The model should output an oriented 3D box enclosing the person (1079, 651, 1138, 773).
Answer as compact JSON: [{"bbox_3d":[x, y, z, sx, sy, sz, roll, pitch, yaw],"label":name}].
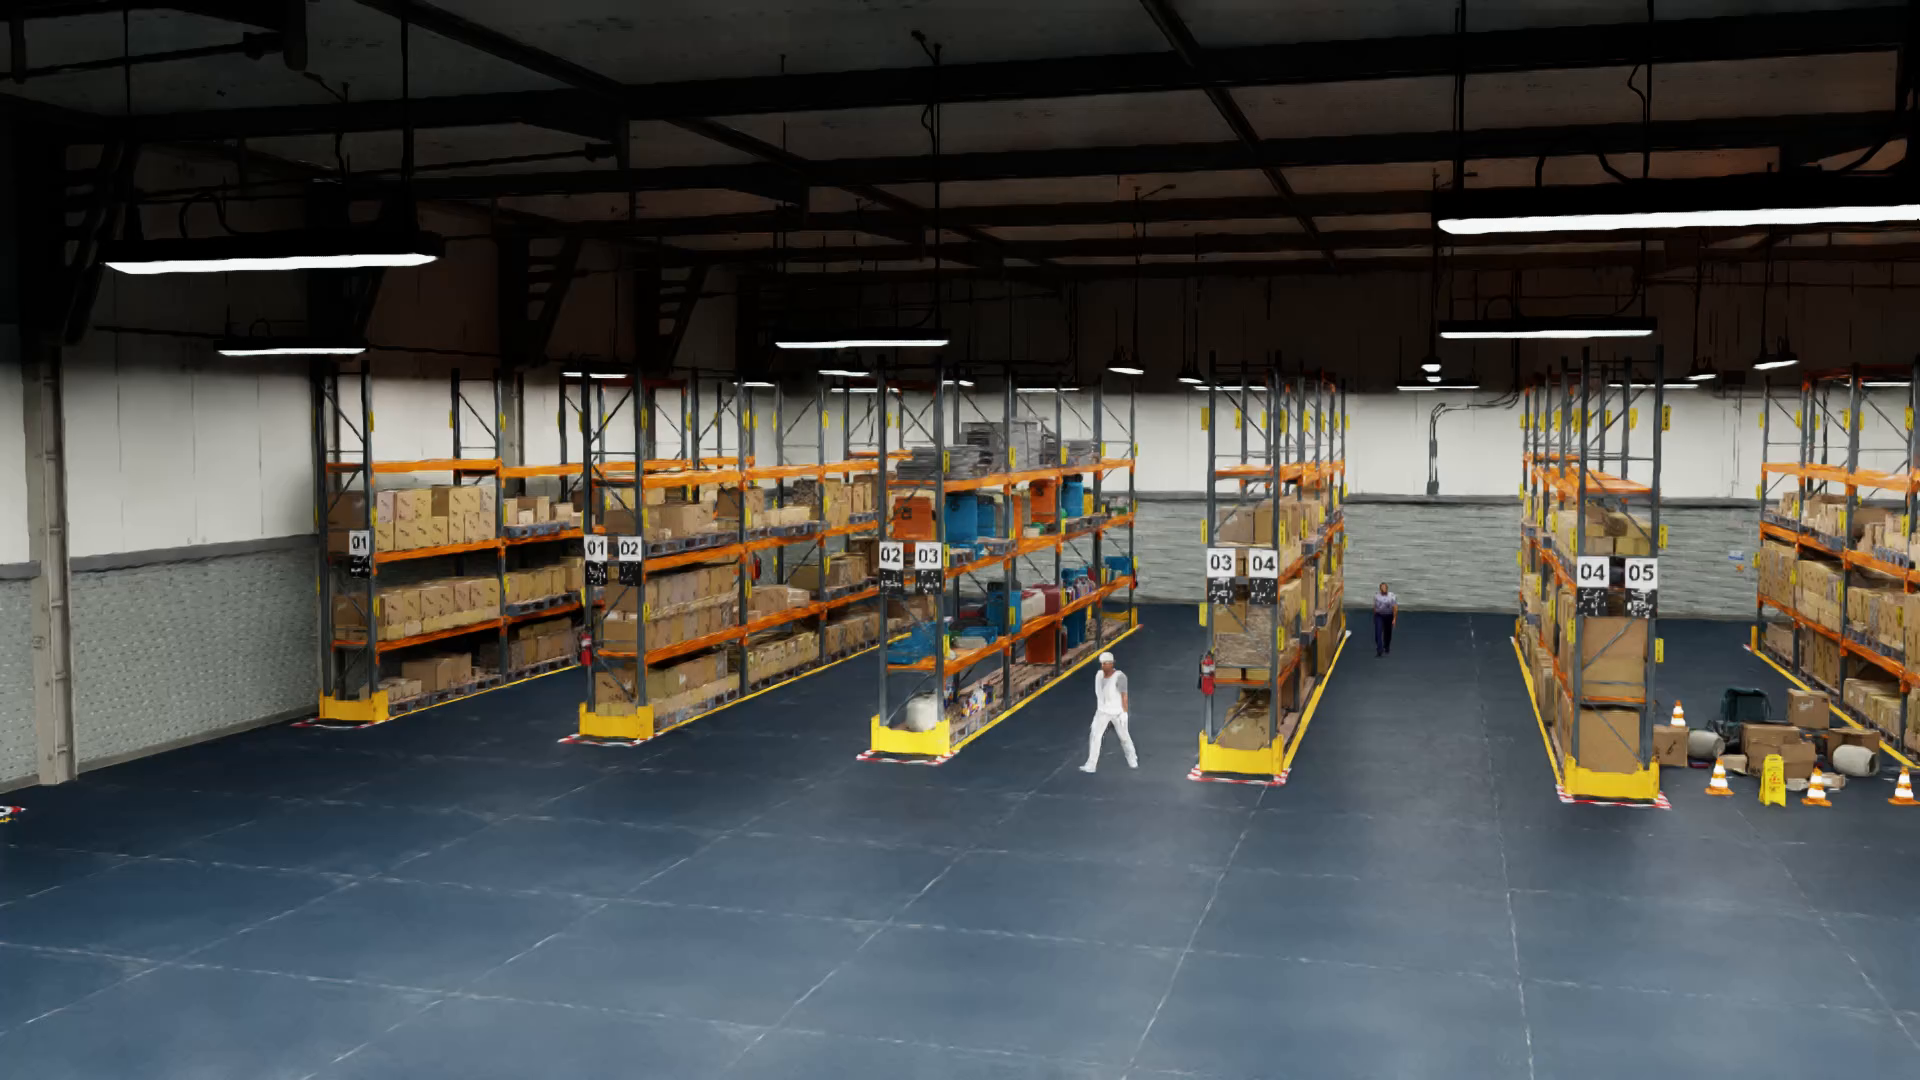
[{"bbox_3d":[2.147,2.449,23.764,0.606,1.741,0.981,3,5,38],"label":"person"}]

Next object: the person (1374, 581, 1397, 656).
[{"bbox_3d":[9.072,1.676,35.474,0.491,1.577,1.001,1,4,15],"label":"person"}]

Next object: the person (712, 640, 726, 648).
[{"bbox_3d":[-5.356,1.628,36.424,0.417,1.517,1.036,1,4,19],"label":"person"}]

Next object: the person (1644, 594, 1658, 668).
[{"bbox_3d":[13.917,1.682,33.802,0.677,1.775,0.631,-4,6,-43],"label":"person"}]
